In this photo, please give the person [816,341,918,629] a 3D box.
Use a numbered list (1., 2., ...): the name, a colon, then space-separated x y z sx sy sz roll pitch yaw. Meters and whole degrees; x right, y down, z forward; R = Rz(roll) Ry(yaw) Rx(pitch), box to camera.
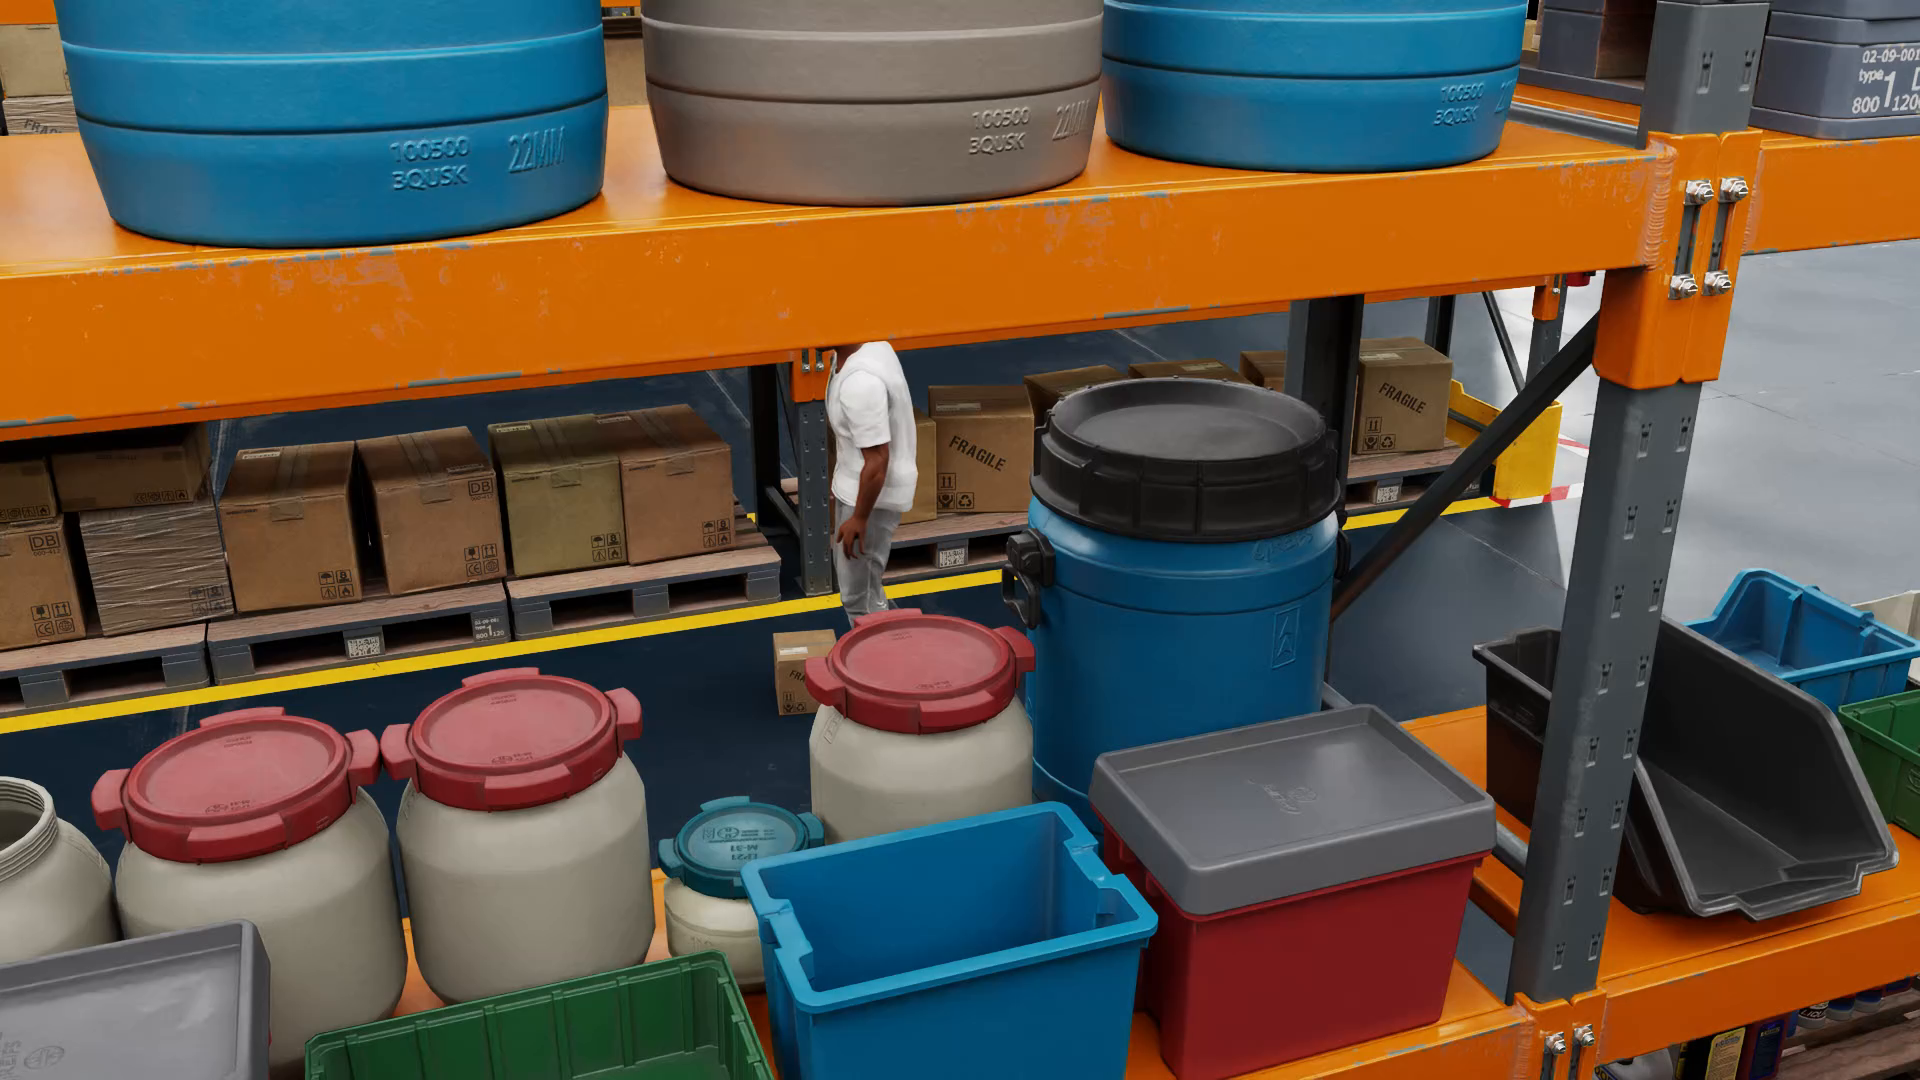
1. person: -0.399 -0.179 6.501 0.457 1.761 0.627 -3 23 -6
